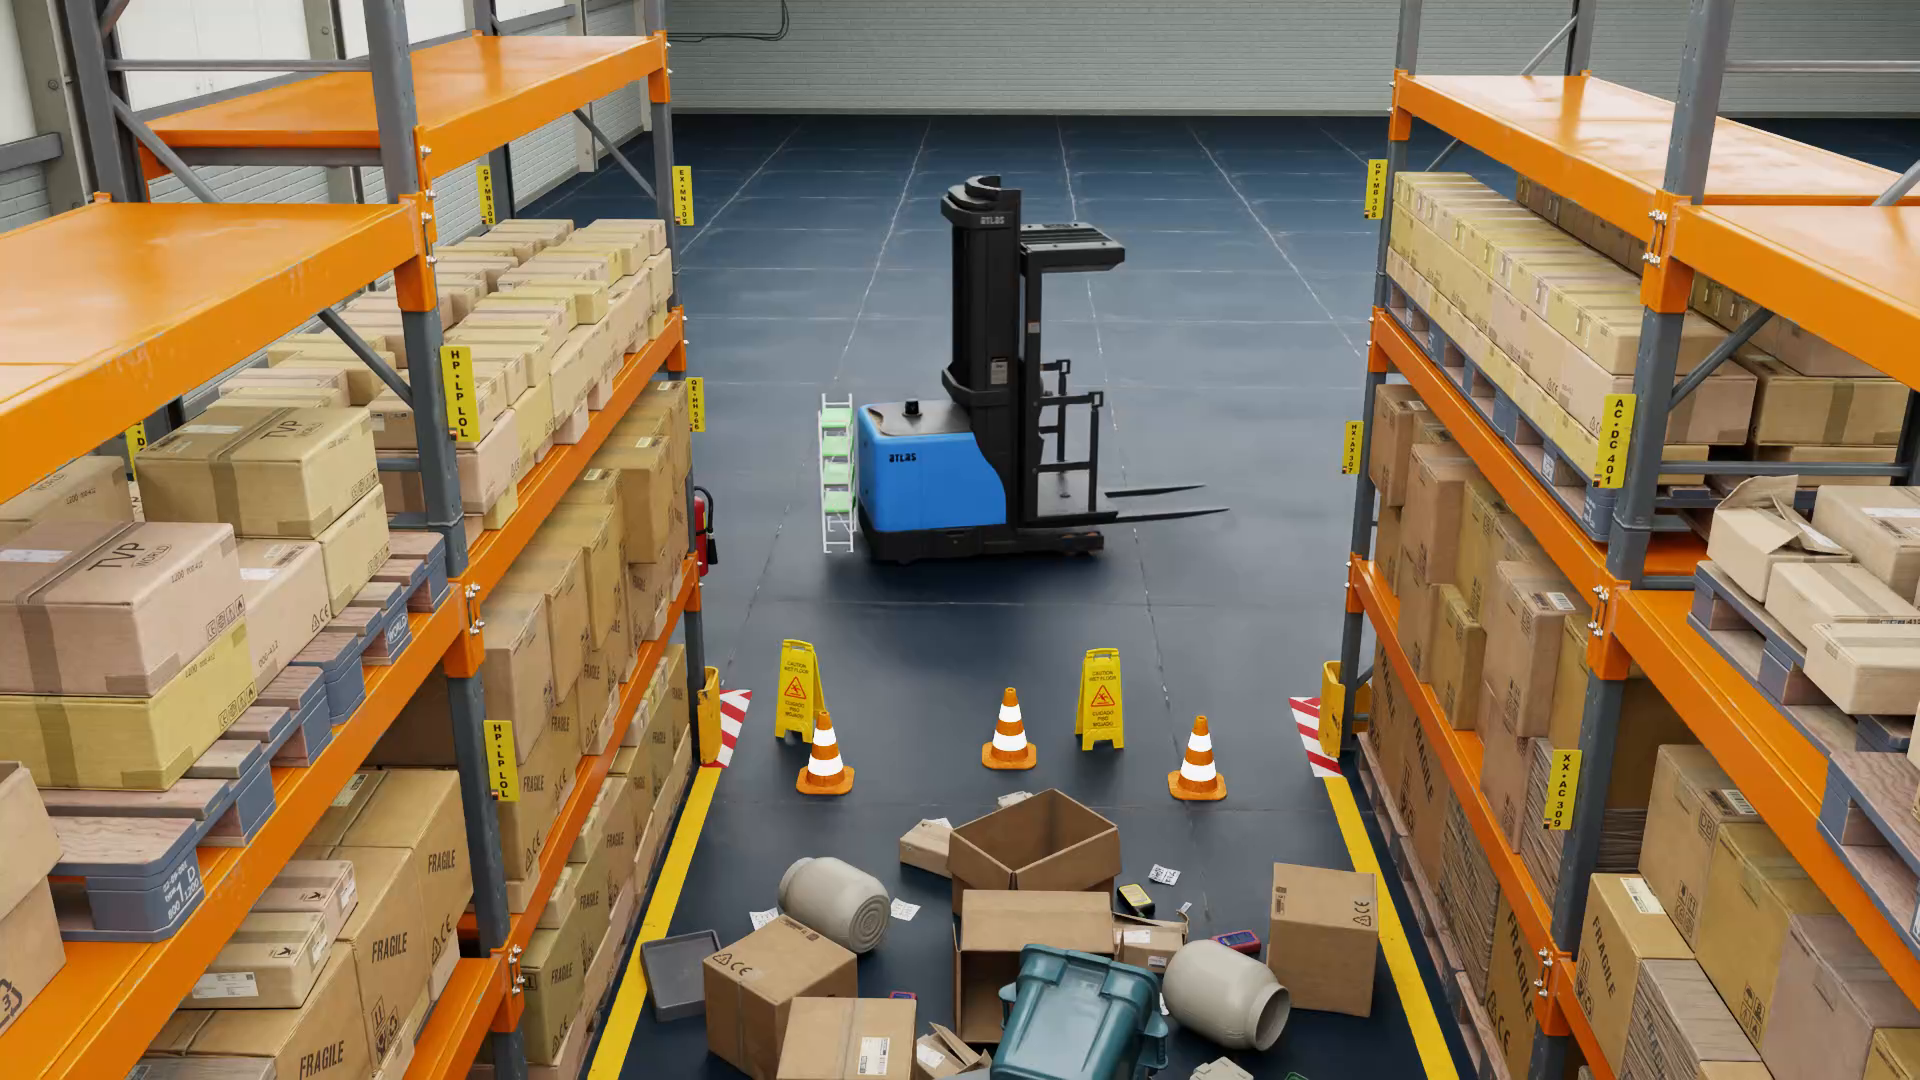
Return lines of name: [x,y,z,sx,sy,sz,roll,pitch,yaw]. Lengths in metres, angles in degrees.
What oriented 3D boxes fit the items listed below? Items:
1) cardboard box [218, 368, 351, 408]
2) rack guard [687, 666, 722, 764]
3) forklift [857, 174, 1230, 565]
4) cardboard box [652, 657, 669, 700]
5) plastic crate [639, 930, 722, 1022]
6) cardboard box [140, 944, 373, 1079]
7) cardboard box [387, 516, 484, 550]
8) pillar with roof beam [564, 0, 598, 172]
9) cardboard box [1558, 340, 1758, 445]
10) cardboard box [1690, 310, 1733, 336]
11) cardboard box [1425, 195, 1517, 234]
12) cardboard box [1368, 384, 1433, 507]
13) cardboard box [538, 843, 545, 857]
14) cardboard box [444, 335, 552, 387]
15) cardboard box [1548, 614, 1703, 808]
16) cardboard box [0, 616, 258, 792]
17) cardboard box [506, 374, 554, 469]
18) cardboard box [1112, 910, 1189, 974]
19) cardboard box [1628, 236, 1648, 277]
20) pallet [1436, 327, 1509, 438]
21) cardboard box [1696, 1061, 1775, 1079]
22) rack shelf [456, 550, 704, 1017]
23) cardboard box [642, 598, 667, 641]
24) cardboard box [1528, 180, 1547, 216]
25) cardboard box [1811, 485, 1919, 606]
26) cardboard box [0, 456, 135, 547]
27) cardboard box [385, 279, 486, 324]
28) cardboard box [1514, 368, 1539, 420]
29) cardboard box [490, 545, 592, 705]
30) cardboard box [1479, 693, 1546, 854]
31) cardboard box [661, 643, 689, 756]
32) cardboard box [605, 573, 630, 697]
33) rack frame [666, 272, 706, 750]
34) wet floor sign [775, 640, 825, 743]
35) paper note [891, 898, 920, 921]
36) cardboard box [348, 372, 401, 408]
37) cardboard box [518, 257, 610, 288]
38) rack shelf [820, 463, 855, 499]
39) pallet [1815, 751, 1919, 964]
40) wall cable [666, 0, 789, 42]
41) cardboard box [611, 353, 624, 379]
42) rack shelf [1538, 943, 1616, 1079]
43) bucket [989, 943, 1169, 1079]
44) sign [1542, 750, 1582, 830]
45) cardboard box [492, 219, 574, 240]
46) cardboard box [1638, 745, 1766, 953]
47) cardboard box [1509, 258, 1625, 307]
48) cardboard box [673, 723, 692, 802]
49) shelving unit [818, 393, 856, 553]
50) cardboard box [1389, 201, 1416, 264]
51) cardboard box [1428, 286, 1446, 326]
cardboard box: [-2.489,-0.530,6.139,0.380,0.149,0.250,0,21,0]
rack guard: [-2.092,1.082,10.343,1.175,0.500,0.348,1,21,2]
forklift: [0.707,-1.425,13.442,3.031,2.935,1.130,-4,22,-11]
cardboard box: [-1.798,0.749,9.032,0.380,0.149,0.250,1,21,3]
plastic crate: [-1.344,2.138,8.202,0.402,0.080,0.583,-7,22,-17]
cardboard box: [-2.032,1.489,4.707,0.500,0.500,0.500,1,21,3]
cardboard box: [-1.955,-0.057,6.024,0.380,0.149,0.250,0,21,1]
pillar with roof beam: [-2.941,-11.350,30.633,9.100,9.000,0.400,1,21,2]
cardboard box: [2.497,-0.537,5.991,0.500,0.250,0.500,0,21,1]
cardboard box: [3.048,-0.713,6.443,0.500,0.250,0.500,0,21,1]
cardboard box: [2.508,-1.597,8.171,0.380,0.149,0.250,1,21,2]
cardboard box: [2.811,-0.533,9.349,0.875,0.550,0.550,1,21,2]
cardboard box: [-1.926,1.250,6.801,0.380,0.149,0.250,1,21,3]
cardboard box: [-1.846,-0.713,6.610,0.380,0.149,0.250,0,21,1]
cardboard box: [2.785,0.647,6.309,0.875,0.550,0.550,1,21,2]
cardboard box: [-2.122,0.391,4.148,0.500,0.250,0.500,1,21,2]
cardboard box: [-1.918,-0.475,6.548,0.500,0.250,0.500,0,21,1]
cardboard box: [0.950,1.986,8.337,0.396,0.266,0.258,4,22,11]
cardboard box: [3.136,-1.220,7.200,0.380,0.149,0.250,1,21,1]
pallet: [2.814,-0.740,7.558,1.003,0.211,1.213,1,21,2]
cardboard box: [2.422,1.857,4.752,0.500,0.500,0.500,1,21,1]
rack shelf: [-2.151,0.947,8.228,1.077,0.370,4.000,1,21,2]
cardboard box: [-1.791,0.422,8.935,0.380,0.149,0.250,1,21,3]
cardboard box: [3.181,-1.773,8.624,0.380,0.149,0.250,1,21,2]
cardboard box: [2.877,0.039,4.916,0.500,0.250,0.500,1,21,2]
cardboard box: [-2.635,-0.035,4.555,0.500,0.250,0.500,0,21,0]
cardboard box: [-2.382,-1.088,7.578,0.380,0.149,0.250,1,21,3]
cardboard box: [2.452,-0.583,6.660,0.380,0.149,0.250,1,21,2]
cardboard box: [-1.944,0.343,6.861,0.700,0.500,0.500,1,21,2]
cardboard box: [2.732,0.951,7.019,0.875,0.550,0.550,1,21,2]
cardboard box: [-1.854,0.918,9.494,0.500,0.500,0.500,1,21,2]
cardboard box: [-1.904,0.448,7.972,0.500,0.500,0.500,1,21,2]
rack frame: [-2.090,-0.111,9.962,1.000,3.000,0.127,1,21,2]
wet floor sign: [-1.015,0.930,10.535,0.267,0.644,0.232,8,23,20]
paper note: [-0.305,1.948,8.777,0.148,0.019,0.142,8,23,20]
cardboard box: [-2.453,-0.477,6.555,0.500,0.250,0.500,0,21,1]
cardboard box: [-1.915,-1.274,8.057,0.380,0.149,0.250,1,21,2]
rack shelf: [-0.997,-0.486,13.591,0.258,0.148,0.480,-1,21,0]
pallet: [2.615,0.851,3.596,1.003,0.211,1.213,2,21,4]
wall cable: [-5.650,-13.169,39.616,3.097,2.526,0.112,1,21,2]
cardboard box: [-1.873,-0.893,8.177,0.380,0.149,0.250,0,21,1]
rack shelf: [2.678,2.412,4.455,1.077,0.370,4.000,1,21,2]
bucket: [0.439,2.096,6.698,0.726,0.611,0.620,8,33,20]
sign: [2.184,0.907,6.032,0.100,0.325,0.005,1,21,2]
cardboard box: [-2.305,-1.638,8.995,0.380,0.149,0.250,0,21,1]
cardboard box: [2.730,1.020,5.527,0.700,0.500,0.500,0,21,1]
cardboard box: [2.461,-1.044,6.747,0.380,0.149,0.250,1,21,2]
cardboard box: [-1.847,1.279,9.600,0.500,0.250,0.500,1,21,1]
shelving unit: [-0.998,-0.546,13.568,0.258,1.200,0.503,-1,21,0]
cardboard box: [2.589,-1.631,8.810,0.500,0.250,0.500,1,21,2]
cardboard box: [2.499,-1.131,8.073,0.380,0.149,0.250,1,21,2]
